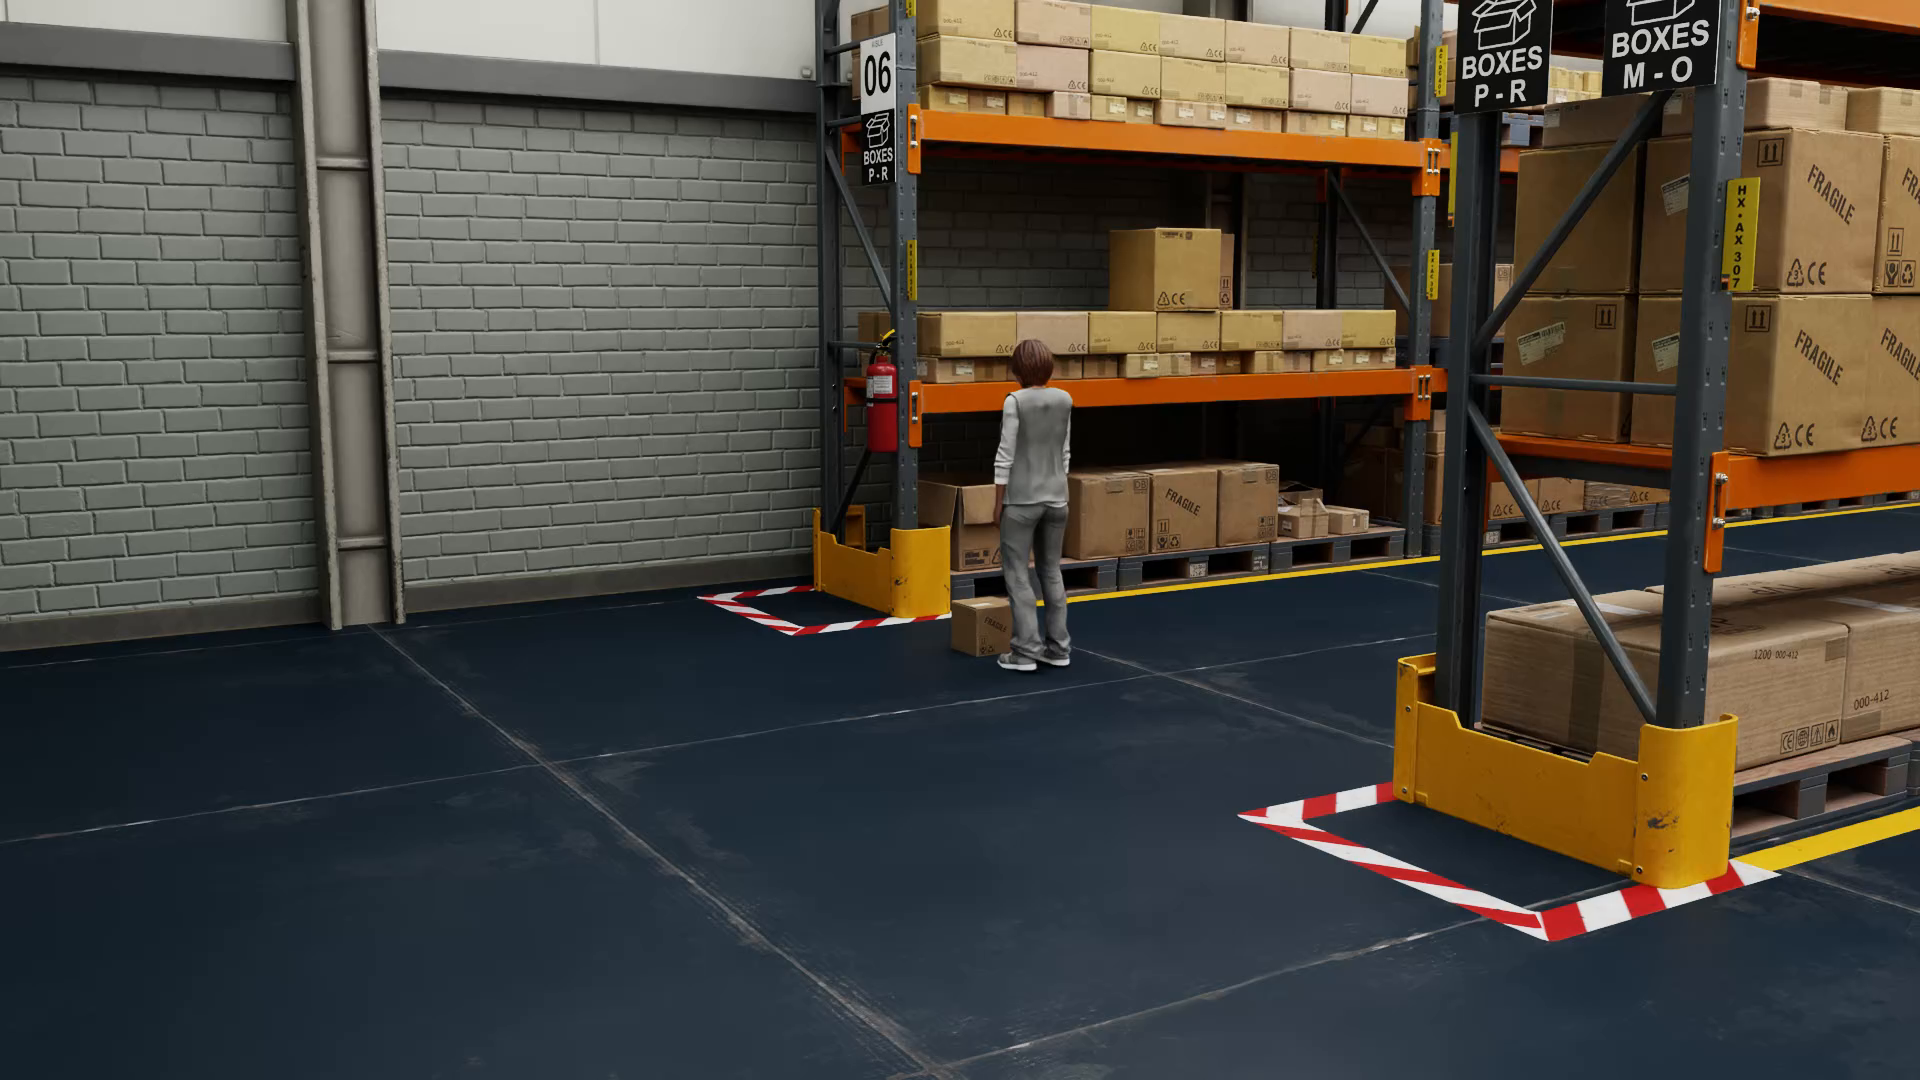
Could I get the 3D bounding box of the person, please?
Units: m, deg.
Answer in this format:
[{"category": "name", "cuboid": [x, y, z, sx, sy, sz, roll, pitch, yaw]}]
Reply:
[{"category": "person", "cuboid": [0.343, -0.161, 8.009, 0.407, 1.589, 0.304, -5, 10, -30]}]
